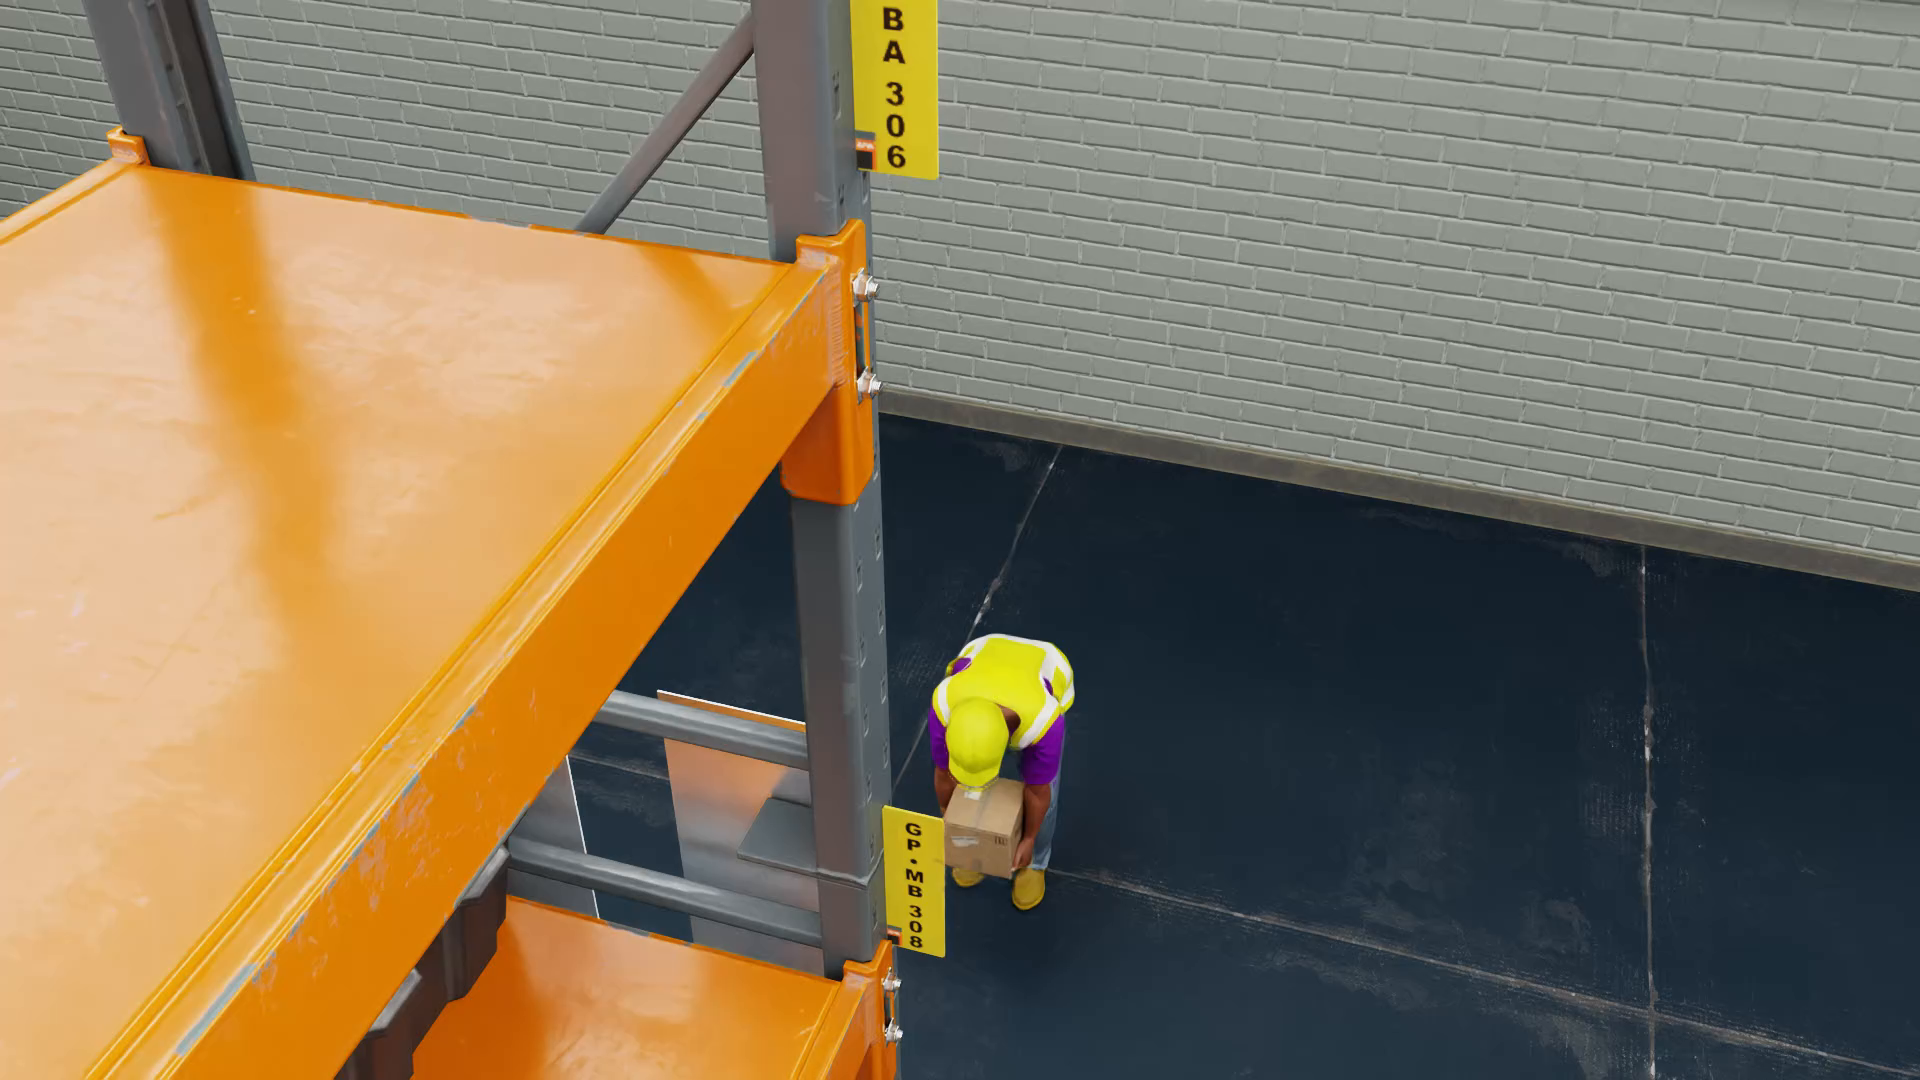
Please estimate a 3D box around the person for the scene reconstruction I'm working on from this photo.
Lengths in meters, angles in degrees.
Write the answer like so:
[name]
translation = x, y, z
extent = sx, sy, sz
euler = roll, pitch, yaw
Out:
[person]
translation = 0.143, 0.885, 6.031
extent = 0.474, 1.355, 0.918
euler = 10, 38, 13
